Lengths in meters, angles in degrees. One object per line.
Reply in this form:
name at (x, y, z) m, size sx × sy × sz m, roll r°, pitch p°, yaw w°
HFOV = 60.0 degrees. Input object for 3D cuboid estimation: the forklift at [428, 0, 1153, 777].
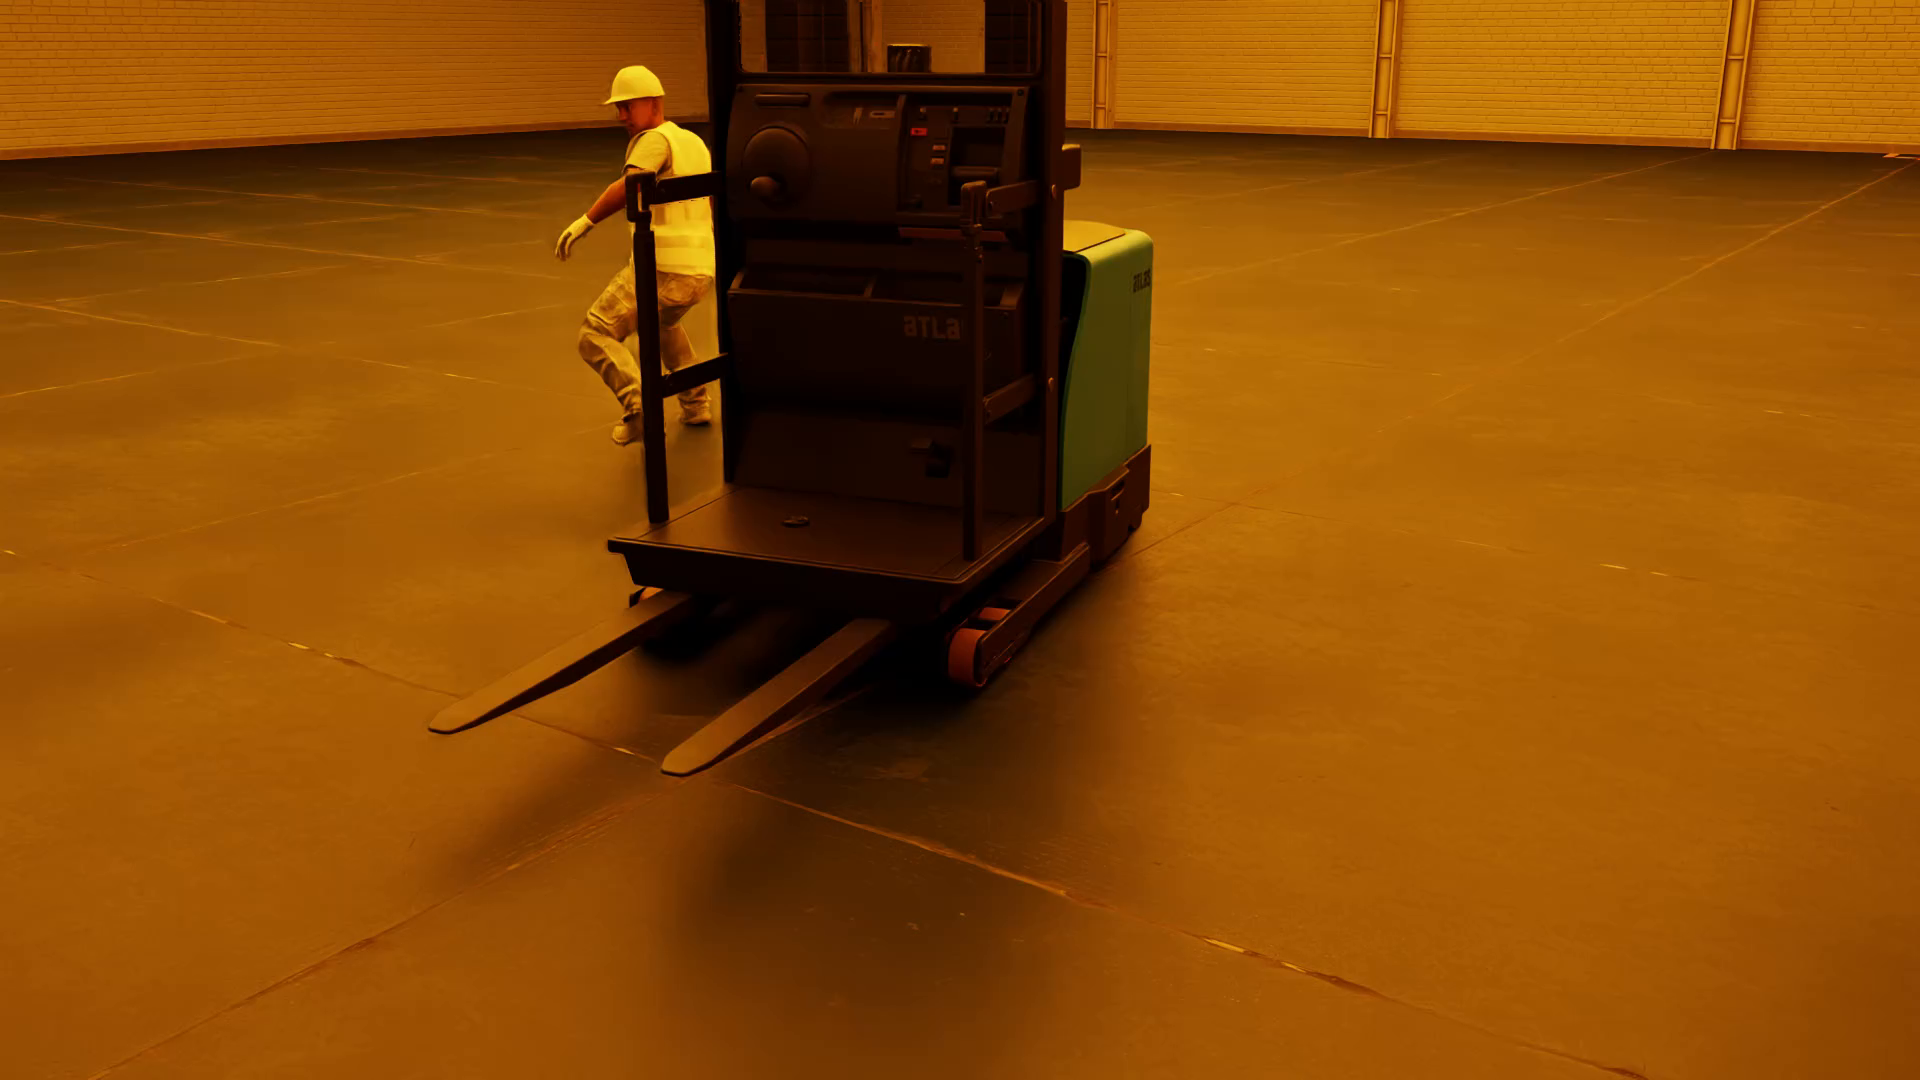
forklift at (-0.326, -1.132, 4.618) m, size 1.130 × 2.935 × 3.031 m, roll 7°, pitch 18°, yaw 21°

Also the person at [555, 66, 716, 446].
person at (-1.269, -1.206, 7.288) m, size 0.523 × 1.678 × 1.237 m, roll 6°, pitch 18°, yaw 20°
